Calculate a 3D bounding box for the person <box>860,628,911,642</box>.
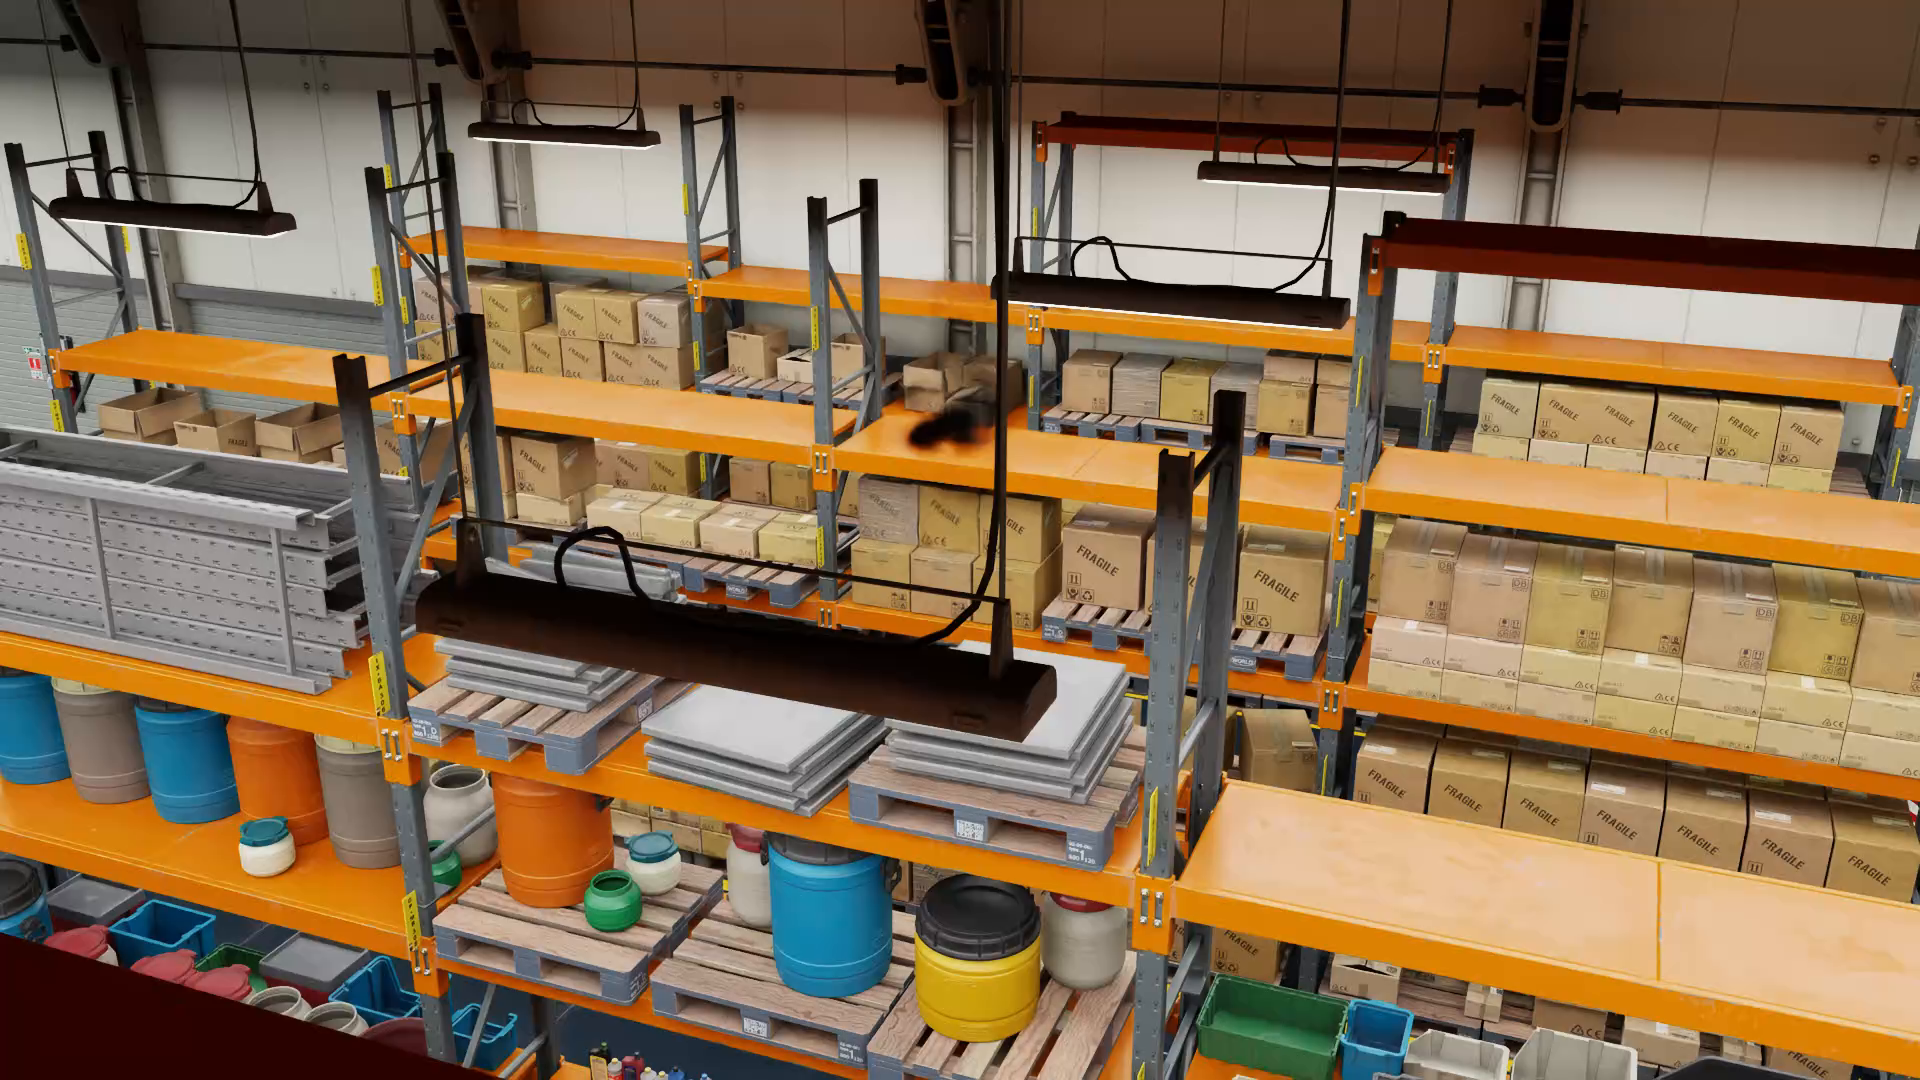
[{"bbox_3d":[-0.631,1.239,16.636,0.926,1.827,0.735,5,21,13],"label":"person"}]
